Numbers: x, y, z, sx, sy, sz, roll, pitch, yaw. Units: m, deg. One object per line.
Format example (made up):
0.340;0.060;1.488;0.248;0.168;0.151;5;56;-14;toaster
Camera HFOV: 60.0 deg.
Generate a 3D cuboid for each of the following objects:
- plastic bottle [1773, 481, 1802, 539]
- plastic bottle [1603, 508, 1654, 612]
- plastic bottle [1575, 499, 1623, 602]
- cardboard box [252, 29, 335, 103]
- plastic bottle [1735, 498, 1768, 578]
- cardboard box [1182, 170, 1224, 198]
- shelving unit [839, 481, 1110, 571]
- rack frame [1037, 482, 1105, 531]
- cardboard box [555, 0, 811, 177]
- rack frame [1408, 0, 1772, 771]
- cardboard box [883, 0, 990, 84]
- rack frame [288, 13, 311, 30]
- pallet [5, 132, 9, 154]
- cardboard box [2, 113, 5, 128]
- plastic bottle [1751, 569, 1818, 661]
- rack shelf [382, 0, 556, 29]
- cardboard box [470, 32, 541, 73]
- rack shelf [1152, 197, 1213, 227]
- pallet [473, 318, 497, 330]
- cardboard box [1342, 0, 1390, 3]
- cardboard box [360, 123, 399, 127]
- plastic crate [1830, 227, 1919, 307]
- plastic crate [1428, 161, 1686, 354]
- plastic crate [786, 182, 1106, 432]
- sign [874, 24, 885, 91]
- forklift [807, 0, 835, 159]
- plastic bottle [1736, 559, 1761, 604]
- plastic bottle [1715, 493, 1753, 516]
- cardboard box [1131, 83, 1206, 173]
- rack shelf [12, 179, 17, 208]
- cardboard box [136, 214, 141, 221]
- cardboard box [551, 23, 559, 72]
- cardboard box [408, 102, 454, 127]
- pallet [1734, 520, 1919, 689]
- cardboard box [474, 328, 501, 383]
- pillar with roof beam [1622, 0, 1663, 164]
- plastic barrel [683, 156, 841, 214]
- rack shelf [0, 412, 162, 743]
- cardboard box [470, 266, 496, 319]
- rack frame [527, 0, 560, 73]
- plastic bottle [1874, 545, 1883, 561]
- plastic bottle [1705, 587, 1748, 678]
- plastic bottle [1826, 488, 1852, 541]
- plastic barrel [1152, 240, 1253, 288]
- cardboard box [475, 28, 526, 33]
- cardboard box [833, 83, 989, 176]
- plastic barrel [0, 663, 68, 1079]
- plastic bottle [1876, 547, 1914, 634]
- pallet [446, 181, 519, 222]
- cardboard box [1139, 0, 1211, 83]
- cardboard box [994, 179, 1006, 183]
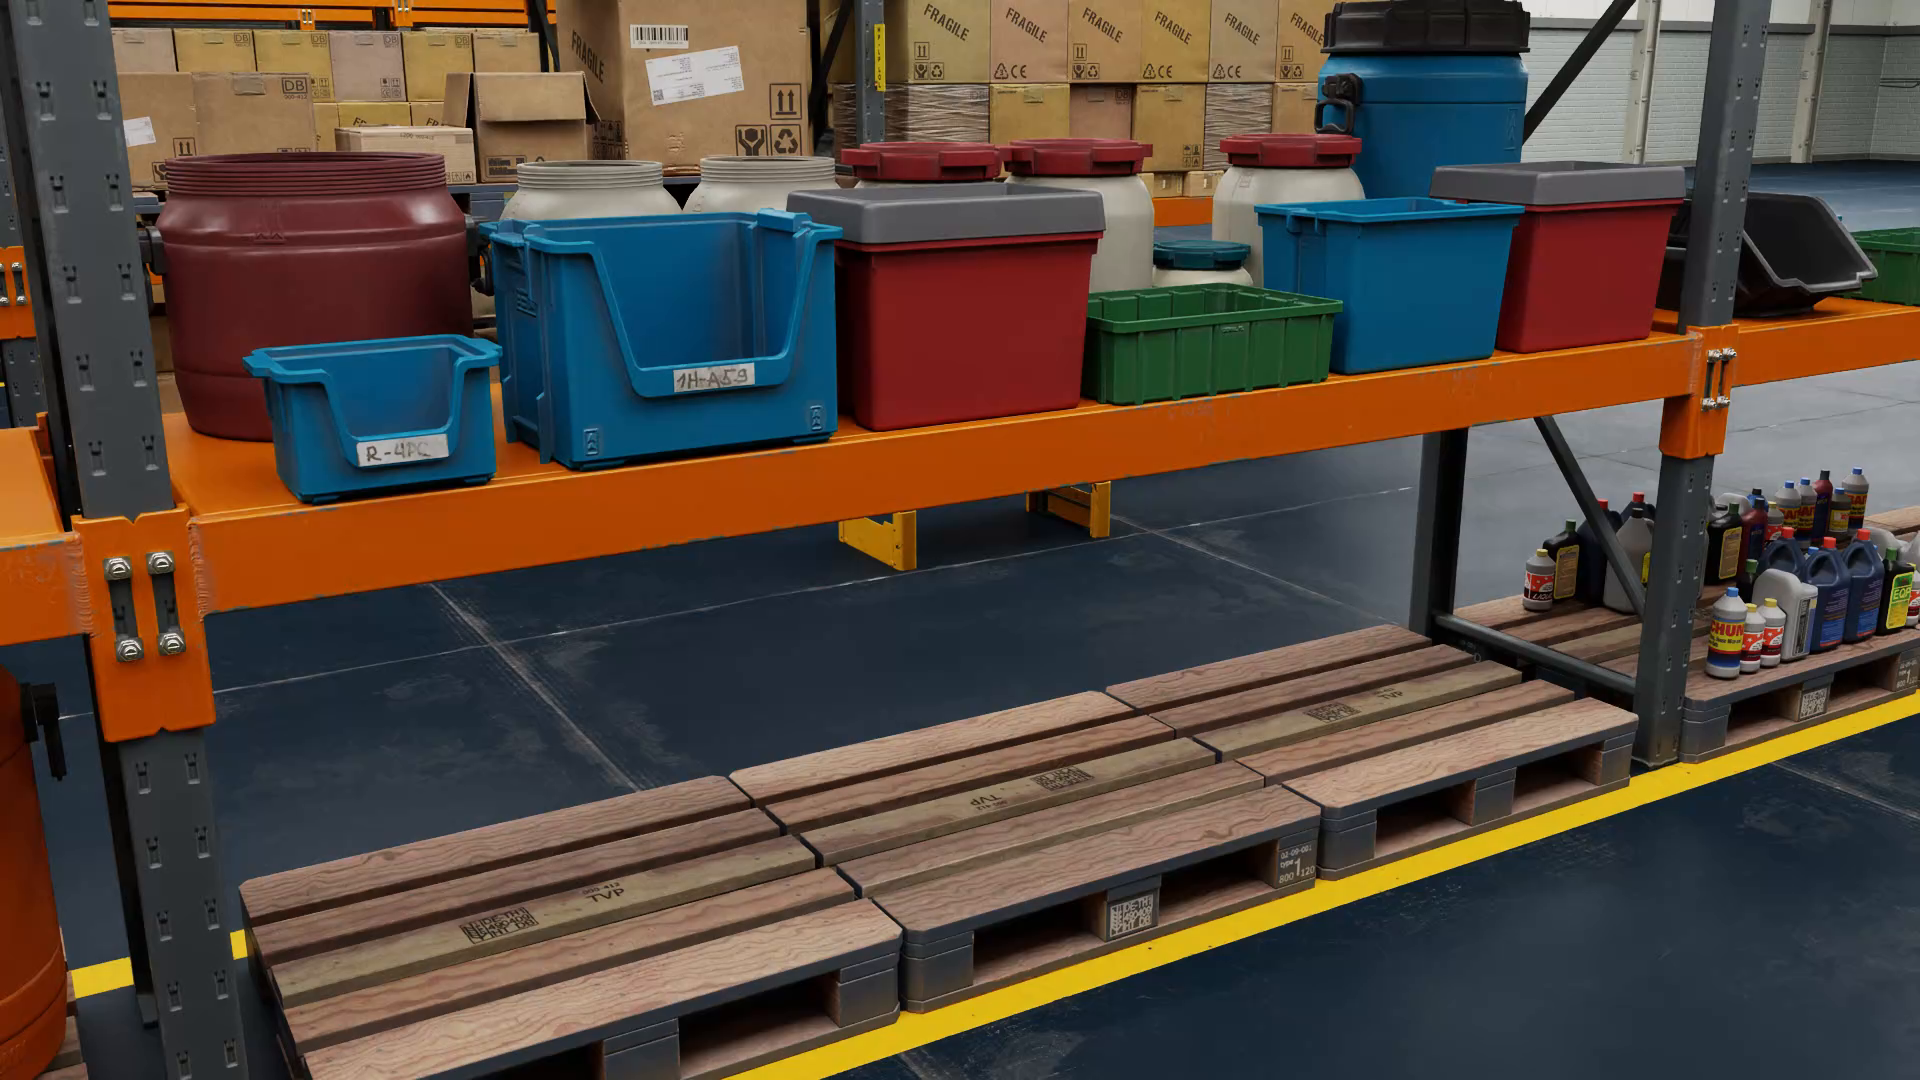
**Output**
3.188;-0.093;6.424;0.097;0.271;0.097;0;16;0;plastic bottle
2.332;0.060;5.730;0.185;0.351;0.144;-9;18;-30;plastic bottle
2.257;0.027;5.849;0.185;0.351;0.144;-10;18;-31;plastic bottle
-4.894;-3.435;12.070;0.500;0.500;0.700;-9;18;-30;cardboard box
2.895;-0.009;6.103;0.133;0.283;0.061;-9;18;-30;plastic bottle
1.362;-2.141;9.957;0.250;0.149;0.380;-9;18;-30;cardboard box
0.065;-0.733;7.245;1.083;1.500;0.587;-9;18;-30;shelving unit
0.509;-0.805;7.502;0.032;1.500;0.500;-9;18;-30;rack frame
-1.450;-2.439;8.665;1.000;1.000;1.000;-9;18;-29;cardboard box
1.854;-0.880;4.993;0.127;3.000;1.000;-9;18;-30;rack frame
-0.180;-2.703;8.906;0.500;0.500;0.500;-9;18;-30;cardboard box
-8.360;-5.467;21.356;0.127;3.000;1.000;-9;18;-30;rack frame
-8.673;-3.795;15.745;1.003;0.211;1.213;-9;18;-30;pallet
-8.855;-3.847;15.262;0.250;0.149;0.380;-10;19;-33;cardboard box
2.616;0.225;5.281;0.135;0.276;0.152;-8;18;-28;plastic bottle
-4.086;-5.695;17.945;4.000;0.370;1.077;-9;18;-30;rack shelf
-3.587;-3.647;12.826;0.500;0.500;0.700;-10;18;-31;cardboard box
1.017;-1.958;10.170;4.000;0.370;1.077;-9;18;-30;rack shelf
-3.787;-1.721;13.157;1.213;0.211;1.003;-9;18;-30;pallet
2.388;-3.122;10.400;0.500;0.500;0.500;-9;18;-30;cardboard box
-2.835;-1.902;8.109;0.258;0.266;0.396;-10;18;-31;cardboard box
3.163;-0.902;5.462;0.662;0.188;0.450;-9;18;-30;plastic crate
1.596;-0.773;4.492;0.583;0.464;0.402;-9;18;-30;plastic crate
-0.032;-0.509;3.550;0.583;0.464;0.402;-9;18;-30;plastic crate
-0.408;-2.456;8.469;0.005;0.325;0.100;-9;18;-30;sign
-0.971;-2.696;11.598;3.031;2.935;1.130;-9;18;-29;forklift
2.560;0.197;5.367;0.133;0.283;0.061;-9;18;-30;plastic bottle
2.840;-0.030;6.192;0.135;0.276;0.152;-9;18;-29;plastic bottle
0.994;-2.480;9.964;0.500;0.500;0.875;-9;18;-30;cardboard box
-4.879;-2.564;12.331;4.000;0.370;1.077;-9;18;-30;rack shelf
-10.114;-4.240;20.599;0.625;0.625;0.875;-10;19;-32;cardboard box
-2.831;-3.824;13.214;0.550;0.550;0.875;-9;18;-30;cardboard box
-3.908;-3.032;12.482;0.500;0.500;0.500;-9;18;-30;cardboard box
3.498;0.208;6.277;1.213;0.211;1.003;-9;18;-30;pallet
-2.132;-0.814;8.574;0.500;0.500;0.700;-11;19;-34;cardboard box
16.797;-11.364;31.277;0.400;9.000;9.100;-9;18;-30;pillar with roof beam
-0.442;-0.629;3.890;0.421;0.512;0.421;0;16;0;plastic barrel
-3.289;0.300;2.115;4.000;0.370;1.077;-9;18;-30;rack shelf
-3.651;-2.200;13.090;0.750;0.750;1.050;-9;18;-30;cardboard box
-3.165;-3.188;13.225;0.127;3.000;1.000;-9;18;-30;rack frame
3.028;0.150;5.558;0.097;0.271;0.097;0;16;0;plastic bottle
2.353;0.279;5.099;0.097;0.271;0.097;0;16;0;plastic bottle
3.479;-0.107;6.602;0.097;0.201;0.097;0;16;0;plastic bottle
0.640;-0.665;4.482;0.301;0.262;0.301;0;16;0;plastic barrel
-4.863;-5.069;17.347;0.500;0.500;0.700;-9;18;-29;cardboard box
-0.279;-2.266;9.200;0.500;0.500;0.875;-9;18;-30;cardboard box
-1.986;0.590;2.989;0.708;0.830;0.600;-9;18;-30;plastic barrel
3.084;0.160;5.500;0.133;0.283;0.061;-8;18;-27;plastic bottle
-2.450;-1.663;8.139;1.213;0.211;1.003;-9;18;-30;pallet
1.099;-2.914;9.660;0.500;0.500;0.500;-9;18;-30;cardboard box
0.063;-1.939;9.234;0.250;0.149;0.380;-9;18;-30;cardboard box
